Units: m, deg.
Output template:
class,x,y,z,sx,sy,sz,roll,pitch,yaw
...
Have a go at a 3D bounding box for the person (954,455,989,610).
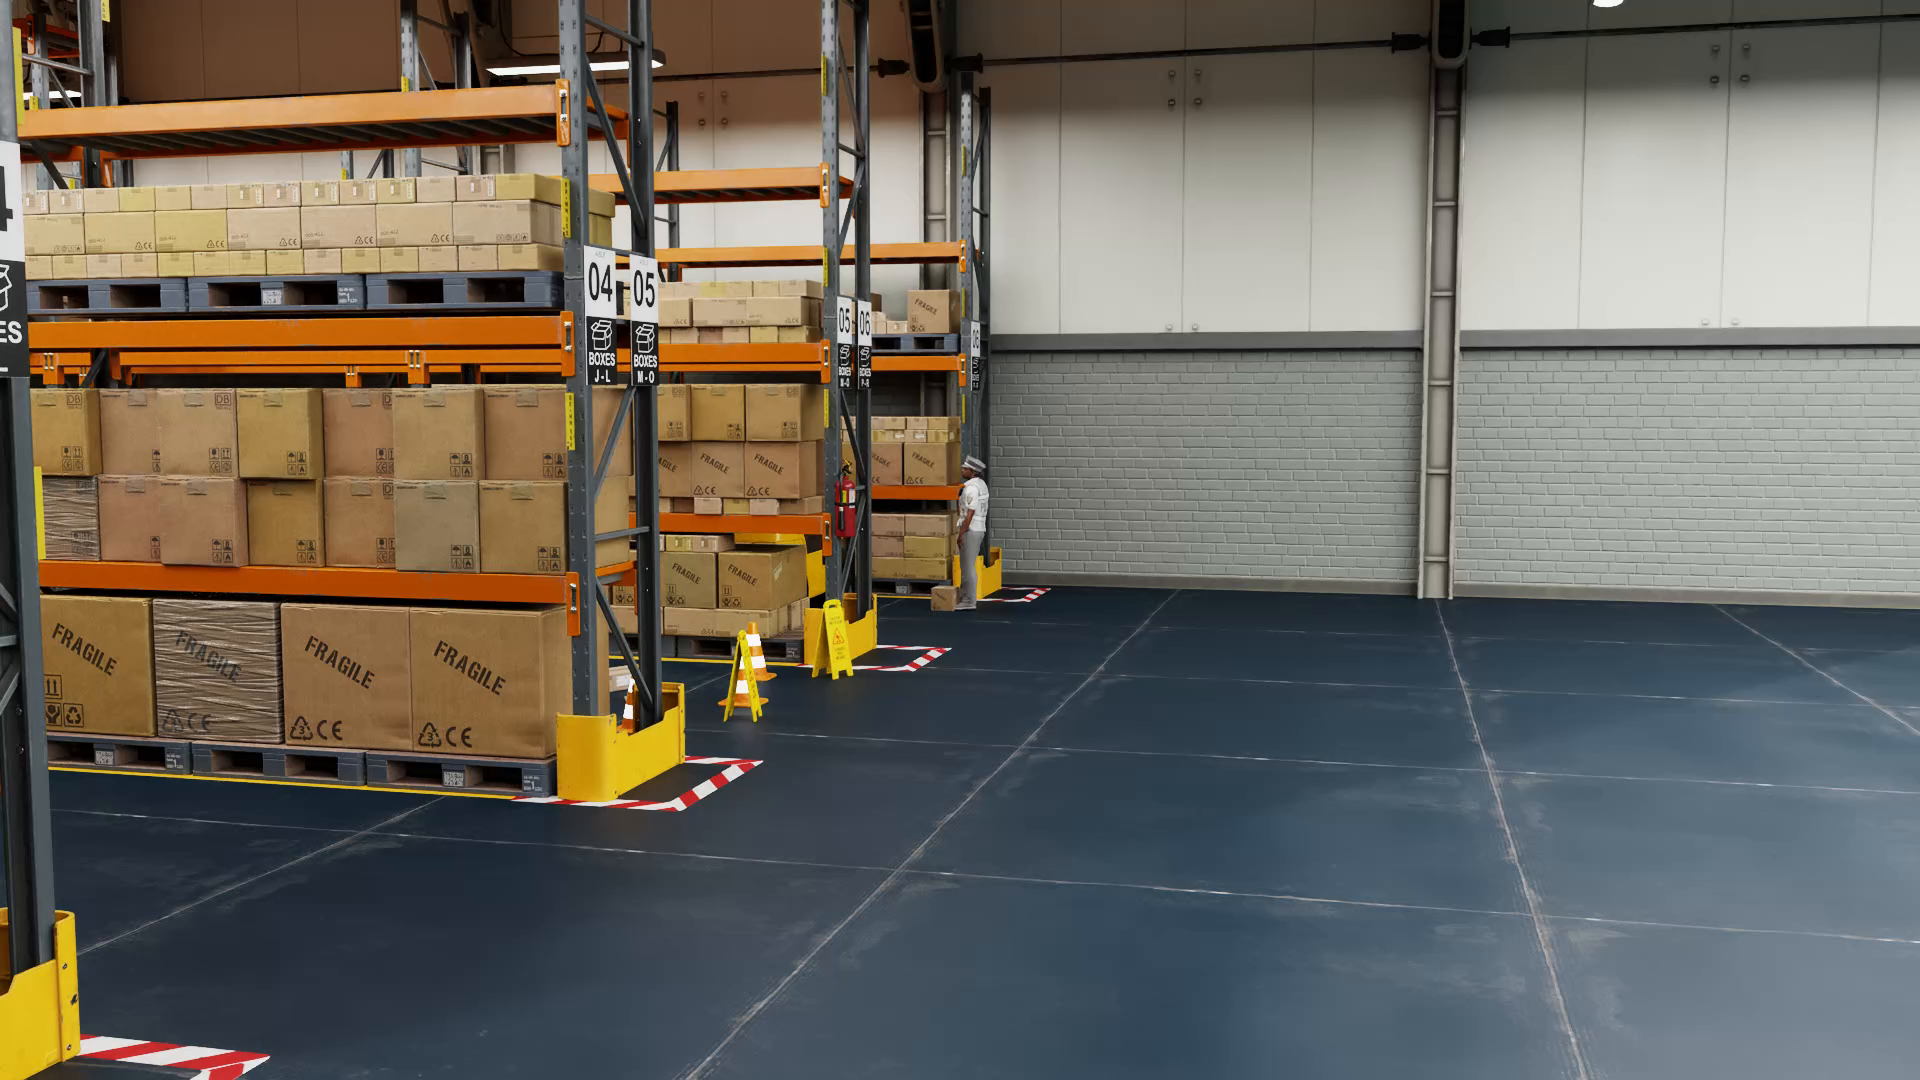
class,x,y,z,sx,sy,sz,roll,pitch,yaw
person,0.048,-0.084,18.216,0.529,1.695,0.570,1,5,14
